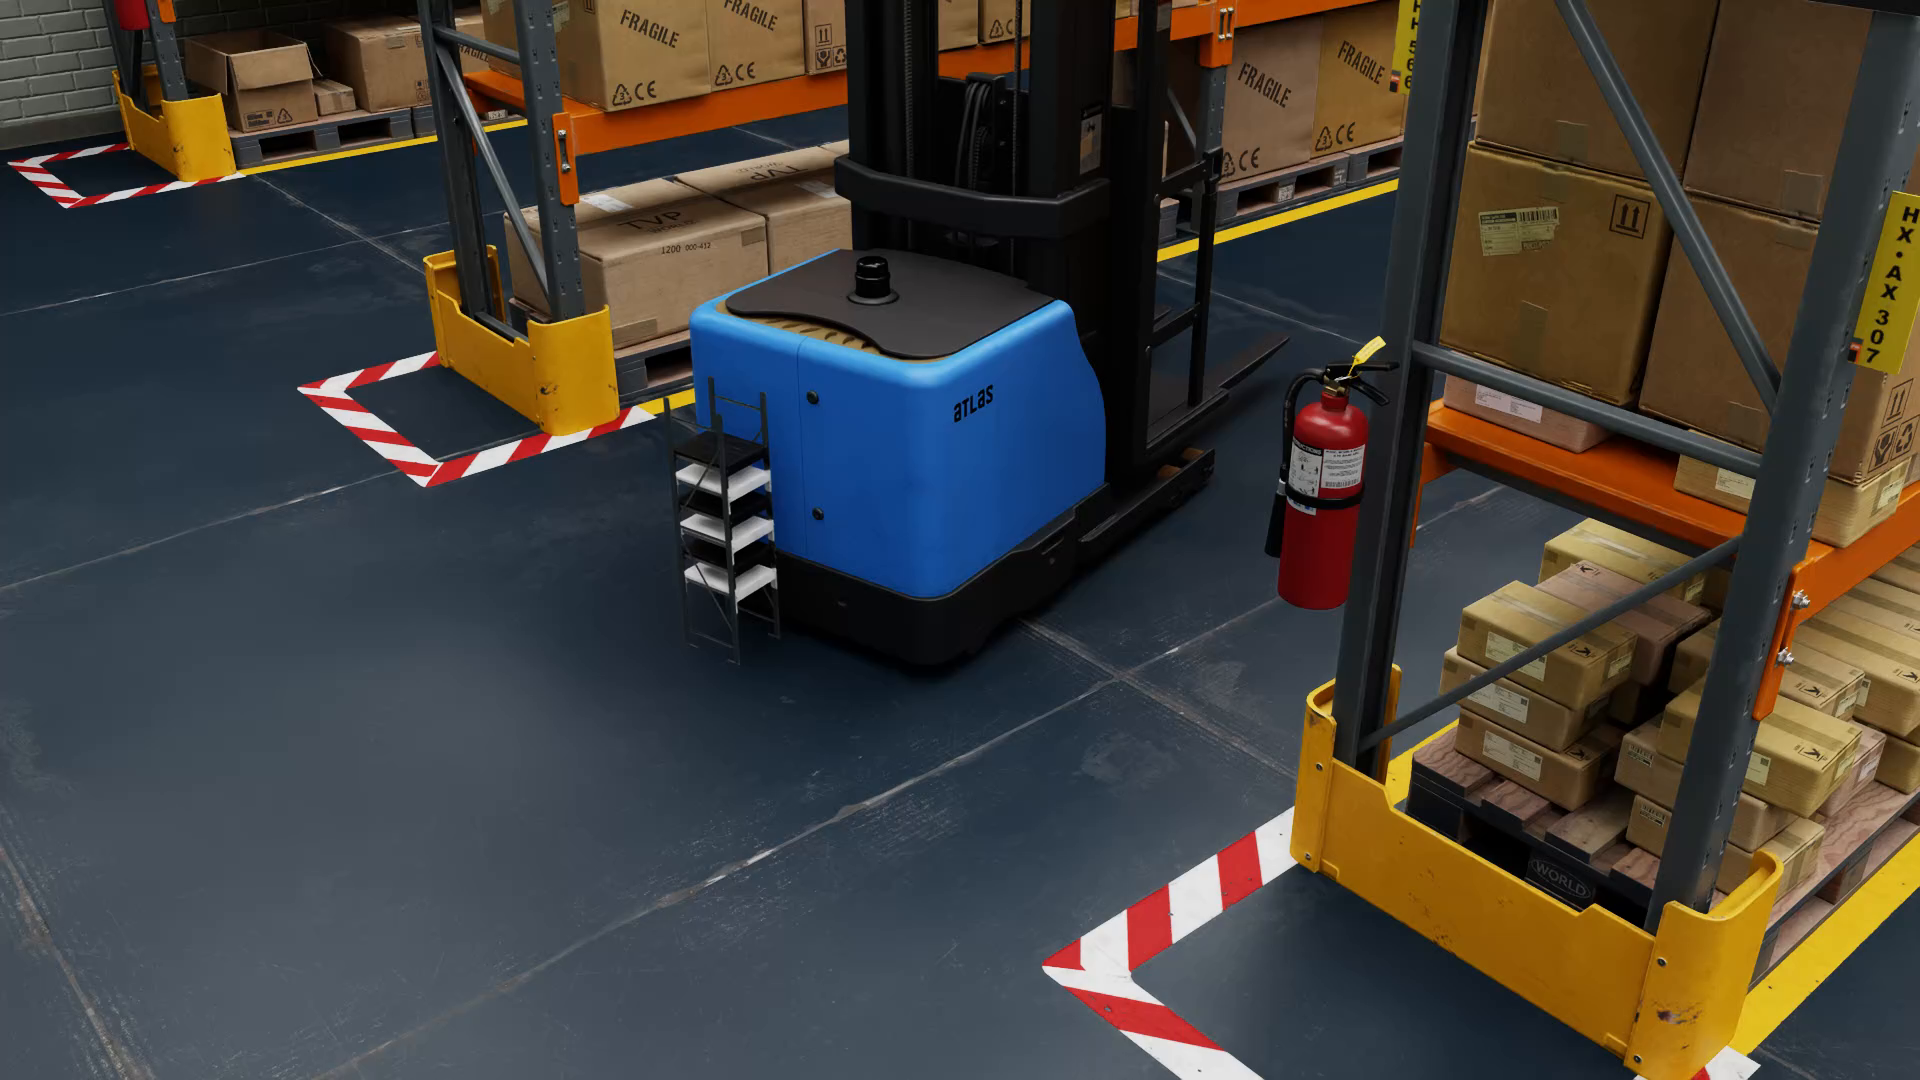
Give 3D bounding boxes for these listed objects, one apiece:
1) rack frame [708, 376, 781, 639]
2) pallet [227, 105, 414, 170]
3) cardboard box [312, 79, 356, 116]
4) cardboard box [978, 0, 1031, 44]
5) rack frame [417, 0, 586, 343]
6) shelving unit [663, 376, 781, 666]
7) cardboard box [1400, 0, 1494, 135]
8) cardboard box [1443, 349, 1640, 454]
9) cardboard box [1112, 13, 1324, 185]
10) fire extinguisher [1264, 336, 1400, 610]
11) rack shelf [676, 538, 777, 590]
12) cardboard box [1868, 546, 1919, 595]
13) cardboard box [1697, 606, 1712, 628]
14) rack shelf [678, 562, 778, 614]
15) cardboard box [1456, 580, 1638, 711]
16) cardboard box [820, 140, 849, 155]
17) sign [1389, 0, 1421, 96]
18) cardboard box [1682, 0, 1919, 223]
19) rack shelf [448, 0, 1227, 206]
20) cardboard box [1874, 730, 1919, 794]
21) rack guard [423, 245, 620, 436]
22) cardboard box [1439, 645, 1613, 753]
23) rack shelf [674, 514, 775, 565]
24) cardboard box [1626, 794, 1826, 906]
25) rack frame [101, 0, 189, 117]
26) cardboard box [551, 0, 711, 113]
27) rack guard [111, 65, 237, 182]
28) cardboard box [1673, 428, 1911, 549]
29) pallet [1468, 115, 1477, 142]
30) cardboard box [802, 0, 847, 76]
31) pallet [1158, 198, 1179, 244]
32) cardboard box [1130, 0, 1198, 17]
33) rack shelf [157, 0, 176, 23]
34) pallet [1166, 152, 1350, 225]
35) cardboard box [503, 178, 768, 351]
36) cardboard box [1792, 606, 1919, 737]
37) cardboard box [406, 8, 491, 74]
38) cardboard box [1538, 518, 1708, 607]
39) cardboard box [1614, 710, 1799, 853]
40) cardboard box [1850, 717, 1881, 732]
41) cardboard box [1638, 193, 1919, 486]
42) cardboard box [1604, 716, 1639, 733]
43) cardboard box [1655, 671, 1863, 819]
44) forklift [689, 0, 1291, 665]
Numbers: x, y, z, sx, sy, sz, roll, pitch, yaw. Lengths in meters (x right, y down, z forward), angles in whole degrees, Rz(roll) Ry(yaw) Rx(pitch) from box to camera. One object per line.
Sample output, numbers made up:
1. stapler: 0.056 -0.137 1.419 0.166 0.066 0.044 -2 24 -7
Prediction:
1. rack frame: -0.708 -0.094 5.472 0.240 0.900 0.006 18 33 30
2. pallet: -4.508 -2.837 11.335 1.213 0.211 1.003 -22 35 -35
3. cardboard box: -4.297 -2.997 11.254 0.250 0.149 0.380 -24 36 -37
4. cardboard box: 0.148 -2.737 8.083 0.500 0.500 0.500 -23 35 -36
5. rack frame: -1.948 -2.021 6.849 0.127 3.000 1.000 -22 35 -35
6. shelving unit: -0.766 -0.055 5.398 0.258 0.900 0.210 18 33 30
7. cardboard box: 2.878 -3.264 10.983 0.875 0.875 0.875 -21 35 -34
8. cardboard box: 1.407 -0.367 4.021 0.250 0.149 0.380 -22 35 -35
9. cardboard box: 1.515 -2.711 9.949 0.875 0.875 0.875 -21 34 -33
10. fire extinguisher: 0.851 -0.167 3.858 0.183 0.674 0.296 -22 35 -35
11. rack shelf: -0.766 0.054 5.456 0.258 0.077 0.200 18 33 30
12. cardboard box: 2.720 0.149 4.737 0.250 0.149 0.380 -20 34 -33
13. cardboard box: 1.953 0.240 4.881 0.250 0.149 0.380 -24 36 -37
14. rack shelf: -0.766 0.133 5.499 0.258 0.077 0.200 18 33 30
15. cardboard box: 1.580 0.280 4.492 0.250 0.149 0.380 -21 35 -34
16. cardboard box: -0.133 -1.872 8.844 0.875 0.438 0.875 -23 36 -36
17. sign: 0.997 -1.132 3.622 0.005 0.325 0.100 -22 35 -35
18. cardboard box: 1.856 -0.936 3.336 0.500 0.500 0.500 -22 35 -35
19. rack shelf: -0.426 -2.316 8.164 4.000 0.370 1.077 -22 35 -35
20. cardboard box: 2.544 0.523 4.668 0.250 0.149 0.380 -21 35 -34
21. rack guard: -1.966 -0.911 7.425 0.348 0.500 1.175 -22 35 -35
22. cardboard box: 1.558 0.400 4.582 0.250 0.149 0.380 -23 36 -36
23. rack shelf: -0.766 -0.026 5.414 0.258 0.077 0.200 18 33 30
24. cardboard box: 1.948 0.750 4.244 0.250 0.149 0.380 -21 35 -34
25. rack frame: -5.172 -3.800 10.178 0.127 3.000 1.000 -22 35 -35
26. cardboard box: -1.396 -2.109 6.908 0.500 0.500 0.500 -22 35 -35
27. rack guard: -5.114 -2.721 10.810 0.348 0.500 1.175 -22 35 -35
28. cardboard box: 1.801 -0.148 3.611 0.250 0.149 0.380 -22 35 -35
29. pallet: 3.490 -3.024 11.685 1.213 0.211 1.003 -22 35 -35
30. cardboard box: -0.631 -2.423 7.495 0.500 0.500 0.500 -22 35 -35
31. pallet: 0.466 -1.810 9.414 1.213 0.211 1.003 -22 35 -35
32. cardboard box: 0.908 -3.055 8.679 0.500 0.500 0.500 -22 35 -34
33. rack shelf: -3.651 -4.094 11.492 4.000 0.370 1.077 -22 35 -35
34. pallet: 1.633 -2.278 10.289 1.213 0.211 1.003 -22 35 -35
35. cardboard box: -1.510 -1.314 7.799 0.875 0.438 0.875 -23 36 -37
36. cardboard box: 2.368 0.336 4.387 0.250 0.149 0.380 -22 35 -35
37. cardboard box: -3.503 -3.409 11.653 0.500 0.500 0.500 -21 35 -34
38. cardboard box: 1.923 0.099 4.831 0.250 0.149 0.380 -23 36 -36
39. cardboard box: 1.907 0.596 4.217 0.250 0.149 0.380 -20 34 -33
40. cardboard box: 2.281 0.425 4.535 0.250 0.149 0.380 -21 35 -34
41. cardboard box: 1.863 -0.491 3.564 0.500 0.500 0.500 -20 34 -33
42. cardboard box: 1.737 0.444 4.815 0.250 0.149 0.380 -21 34 -33
43. cardboard box: 1.961 0.494 4.091 0.250 0.149 0.380 -24 36 -37
44. forklift: 0.358 -1.534 6.011 1.130 2.935 3.031 18 33 30
